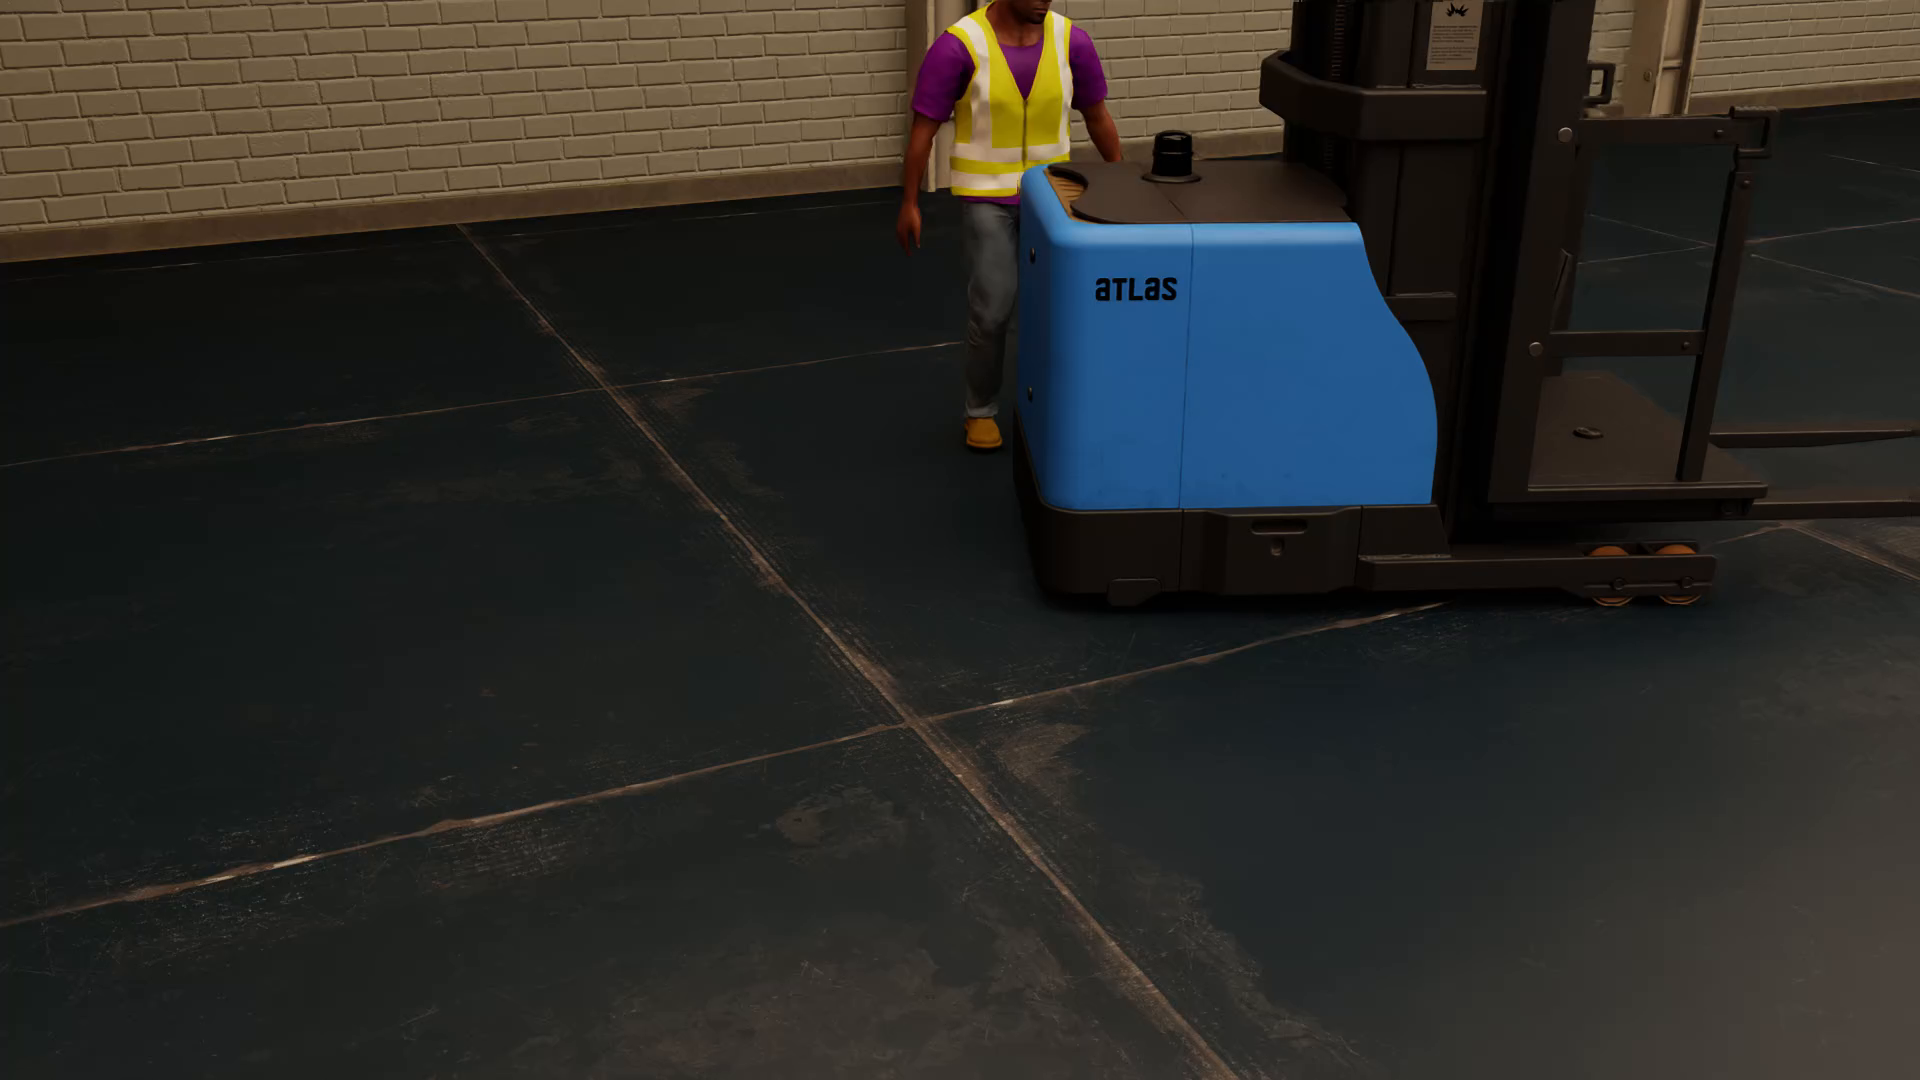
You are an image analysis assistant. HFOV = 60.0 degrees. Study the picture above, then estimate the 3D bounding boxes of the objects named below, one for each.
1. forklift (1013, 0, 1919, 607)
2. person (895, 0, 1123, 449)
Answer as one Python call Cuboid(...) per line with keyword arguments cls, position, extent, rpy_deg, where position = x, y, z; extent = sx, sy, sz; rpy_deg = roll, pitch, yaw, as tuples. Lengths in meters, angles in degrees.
Cuboid(cls="forklift", position=(1.707, -1.369, 4.581), extent=(3.031, 2.935, 1.130), rpy_deg=(-1, 23, -3))
Cuboid(cls="person", position=(0.207, -1.159, 5.633), extent=(0.829, 1.739, 0.423), rpy_deg=(-8, 24, -17))
